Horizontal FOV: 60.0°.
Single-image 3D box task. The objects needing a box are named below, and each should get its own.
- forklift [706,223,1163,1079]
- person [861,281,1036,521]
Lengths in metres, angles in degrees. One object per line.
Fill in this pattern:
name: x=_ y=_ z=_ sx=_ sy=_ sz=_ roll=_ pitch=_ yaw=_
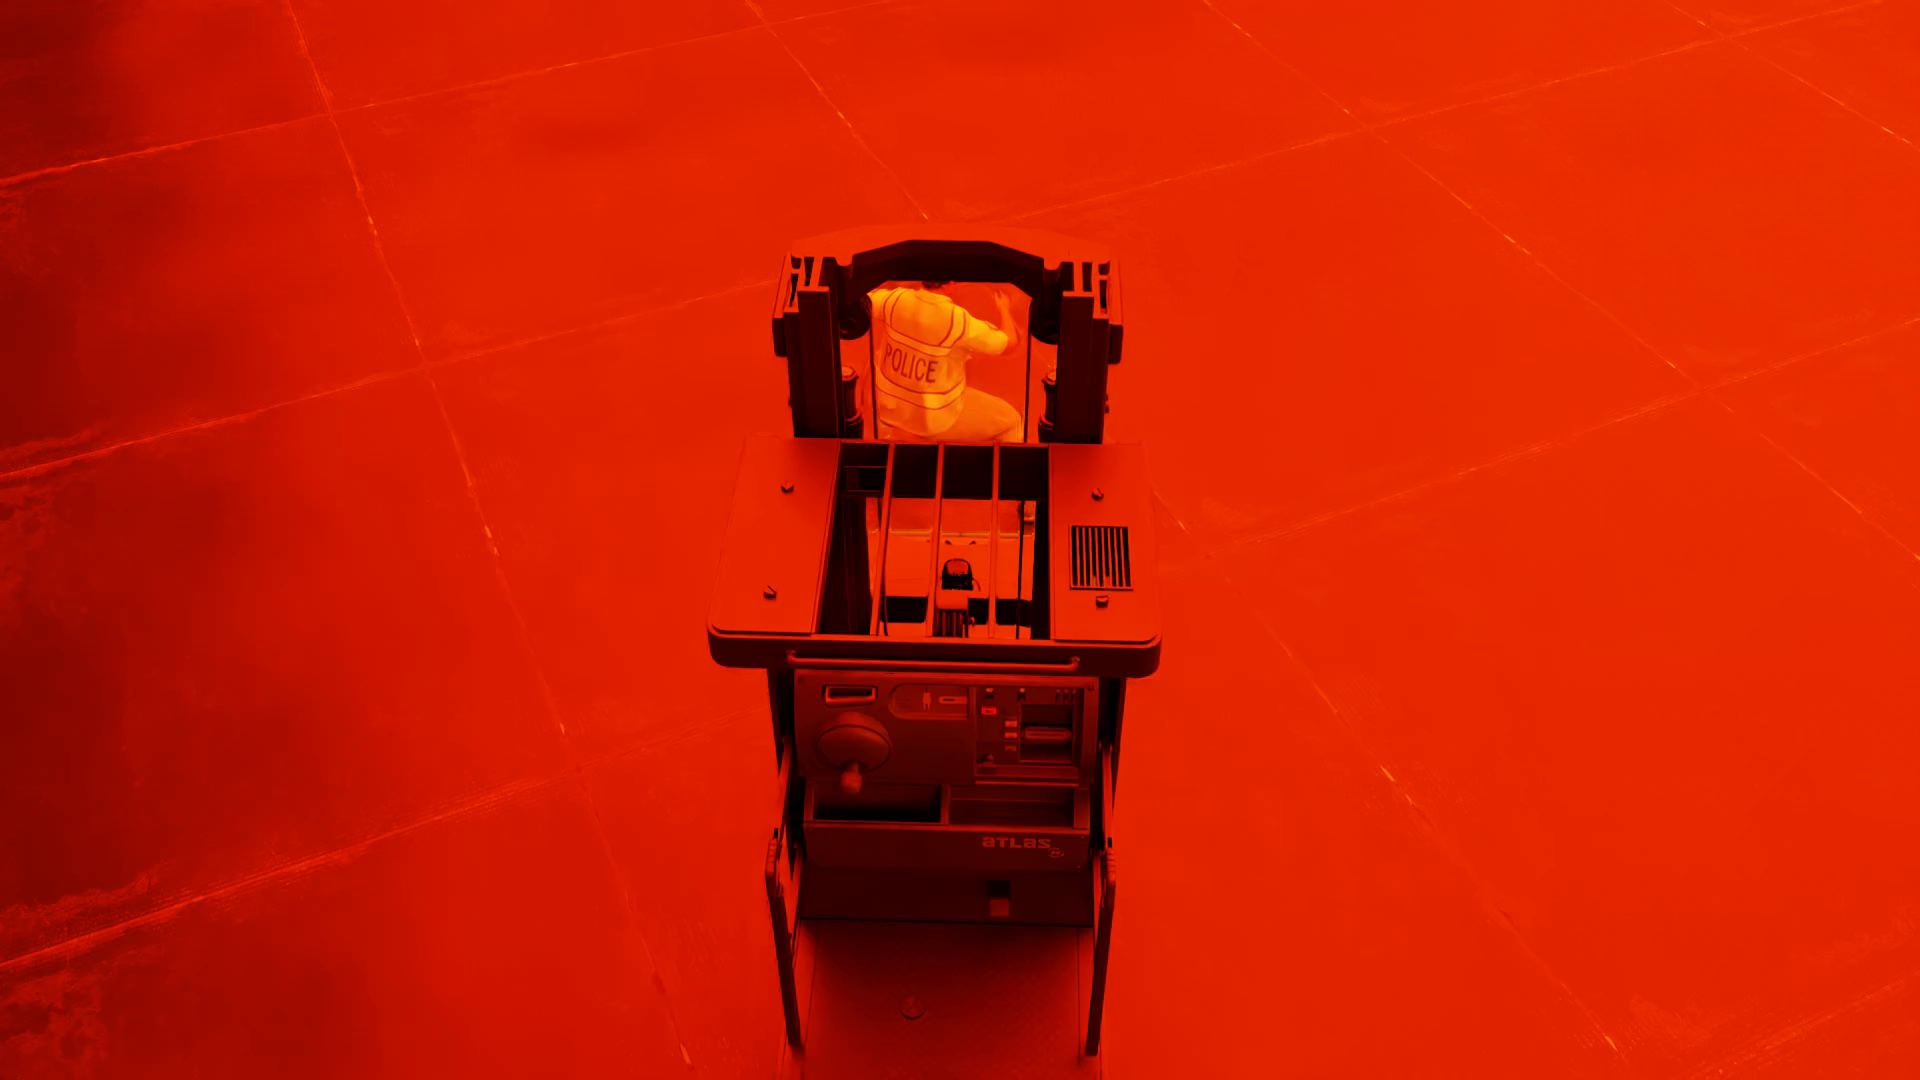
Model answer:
forklift: x=-0.048 y=0.677 z=4.955 sx=1.130 sy=2.935 sz=3.031 roll=1 pitch=43 yaw=1
person: x=-0.092 y=-0.780 z=7.612 sx=1.027 sy=1.437 sz=0.729 roll=19 pitch=46 yaw=20
